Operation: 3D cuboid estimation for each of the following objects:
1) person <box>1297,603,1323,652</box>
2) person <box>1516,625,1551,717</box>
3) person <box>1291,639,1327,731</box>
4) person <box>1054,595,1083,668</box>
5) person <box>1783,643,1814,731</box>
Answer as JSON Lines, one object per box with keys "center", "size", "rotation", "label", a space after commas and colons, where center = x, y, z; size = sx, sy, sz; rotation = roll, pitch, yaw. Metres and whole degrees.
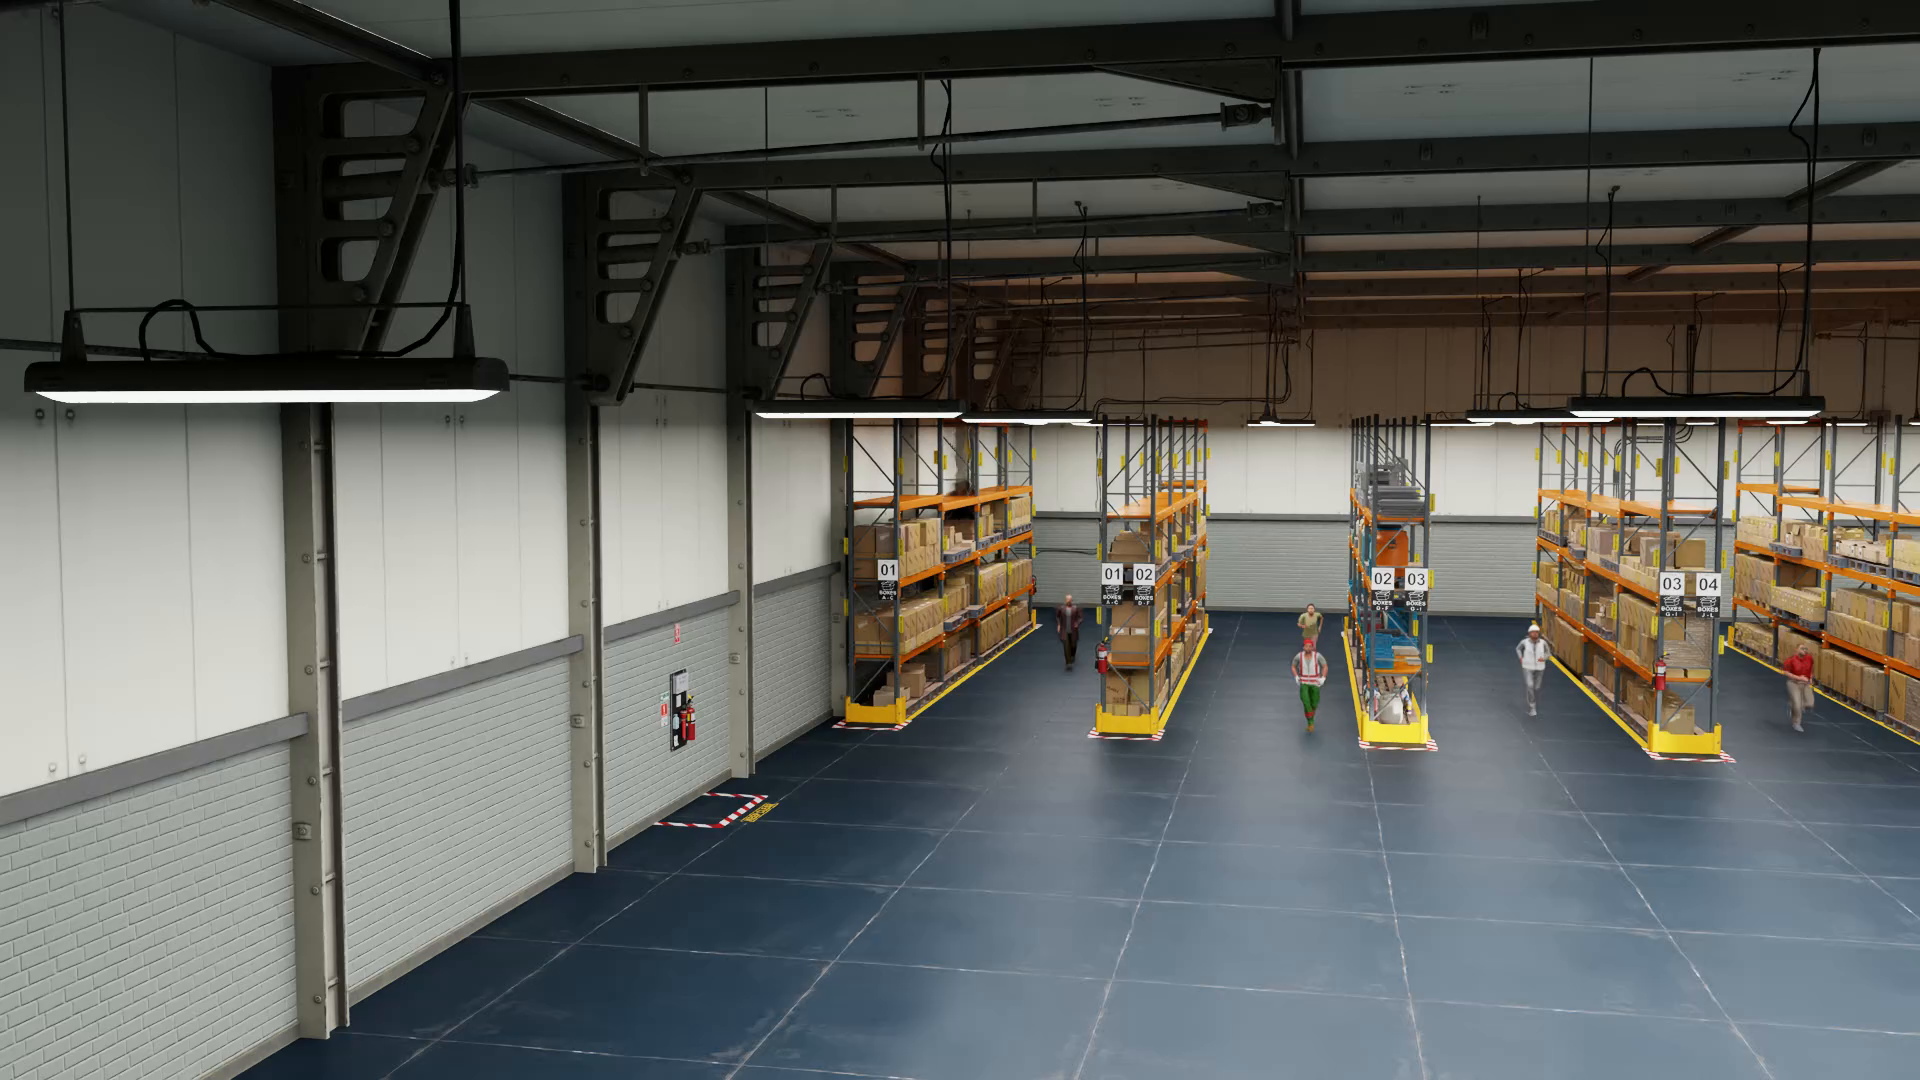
{"center": [8.241, 2.302, 39.140], "size": [0.578, 1.671, 1.012], "rotation": [1, 4, 16], "label": "person"}
{"center": [11.613, 2.607, 33.632], "size": [0.624, 1.791, 1.114], "rotation": [0, 4, 4], "label": "person"}
{"center": [6.687, 2.747, 31.851], "size": [0.678, 1.749, 0.786], "rotation": [1, 4, 12], "label": "person"}
{"center": [2.612, 2.190, 39.949], "size": [0.704, 1.735, 0.710], "rotation": [0, 4, 5], "label": "person"}
{"center": [15.988, 2.794, 31.600], "size": [0.706, 1.680, 0.679], "rotation": [0, 4, -6], "label": "person"}
